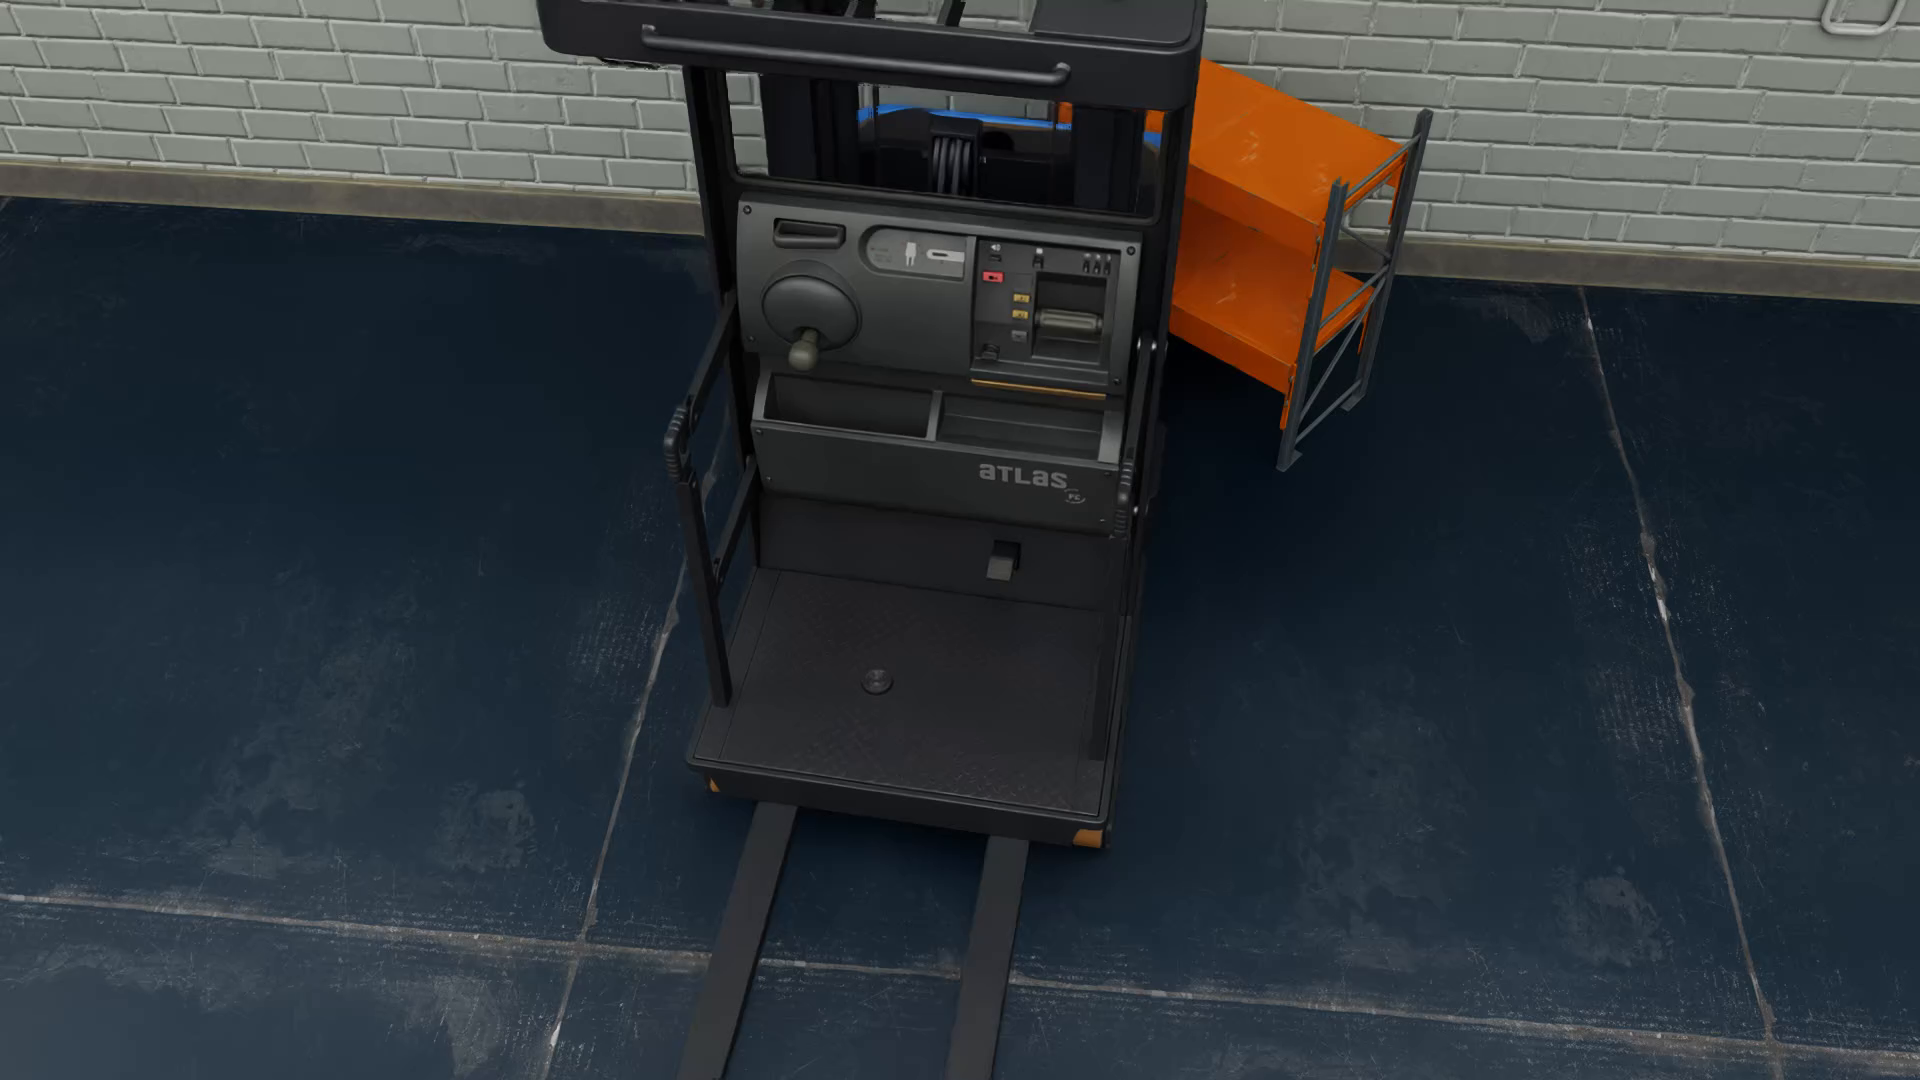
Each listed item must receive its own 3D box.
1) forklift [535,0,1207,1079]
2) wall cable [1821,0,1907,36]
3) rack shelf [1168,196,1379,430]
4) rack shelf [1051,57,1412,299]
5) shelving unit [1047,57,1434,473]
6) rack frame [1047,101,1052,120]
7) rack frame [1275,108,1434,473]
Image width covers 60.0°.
[{"bbox_3d":[-0.091,-0.458,3.682,1.130,2.935,3.031,7,48,7],"label":"forklift"},{"bbox_3d":[2.698,-2.249,4.564,0.585,1.953,0.123,4,48,4],"label":"wall cable"},{"bbox_3d":[0.833,-0.829,5.578,1.000,0.278,0.538,33,56,27],"label":"rack shelf"},{"bbox_3d":[0.833,-1.192,5.181,1.000,0.278,0.538,33,56,27],"label":"rack shelf"},{"bbox_3d":[0.833,-0.994,5.397,1.048,1.125,0.538,33,56,27],"label":"shelving unit"},{"bbox_3d":[0.452,-1.243,5.624,0.032,1.125,0.500,33,56,27],"label":"rack frame"},{"bbox_3d":[1.214,-0.746,5.170,0.032,1.125,0.500,33,56,27],"label":"rack frame"}]
